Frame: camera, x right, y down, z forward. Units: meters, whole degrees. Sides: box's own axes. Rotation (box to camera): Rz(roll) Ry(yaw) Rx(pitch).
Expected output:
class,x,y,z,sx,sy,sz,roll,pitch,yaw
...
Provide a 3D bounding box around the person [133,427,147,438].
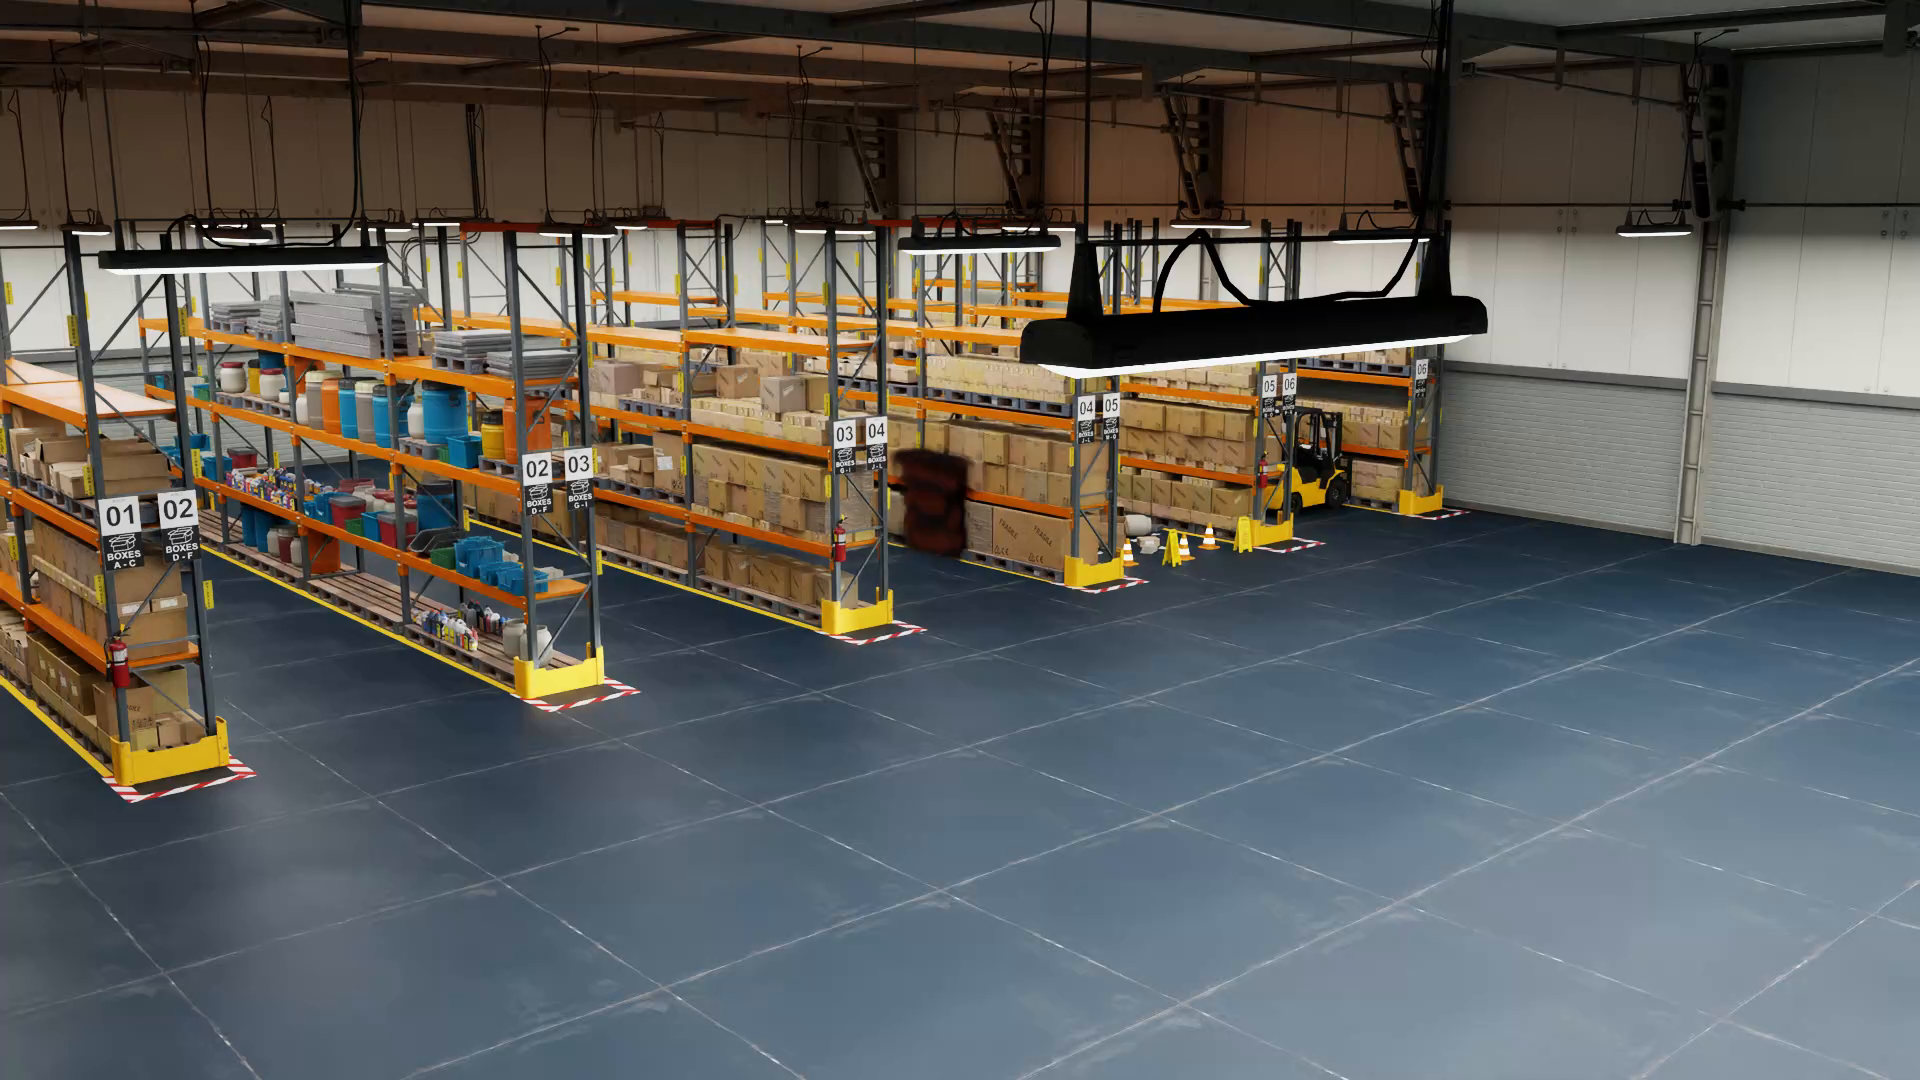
class,x,y,z,sx,sy,sz,roll,pitch,yaw
person,-17.614,-1.605,35.619,0.685,1.647,0.496,-4,12,-19

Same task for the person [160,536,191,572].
class,x,y,z,sx,sy,sz,roll,pitch,yaw
person,-13.733,-0.169,29.026,0.542,1.458,0.457,-7,14,-33

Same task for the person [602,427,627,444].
class,x,y,z,sx,sy,sz,roll,pitch,yaw
person,-8.871,-2.951,42.071,0.680,1.732,1.049,5,12,22
